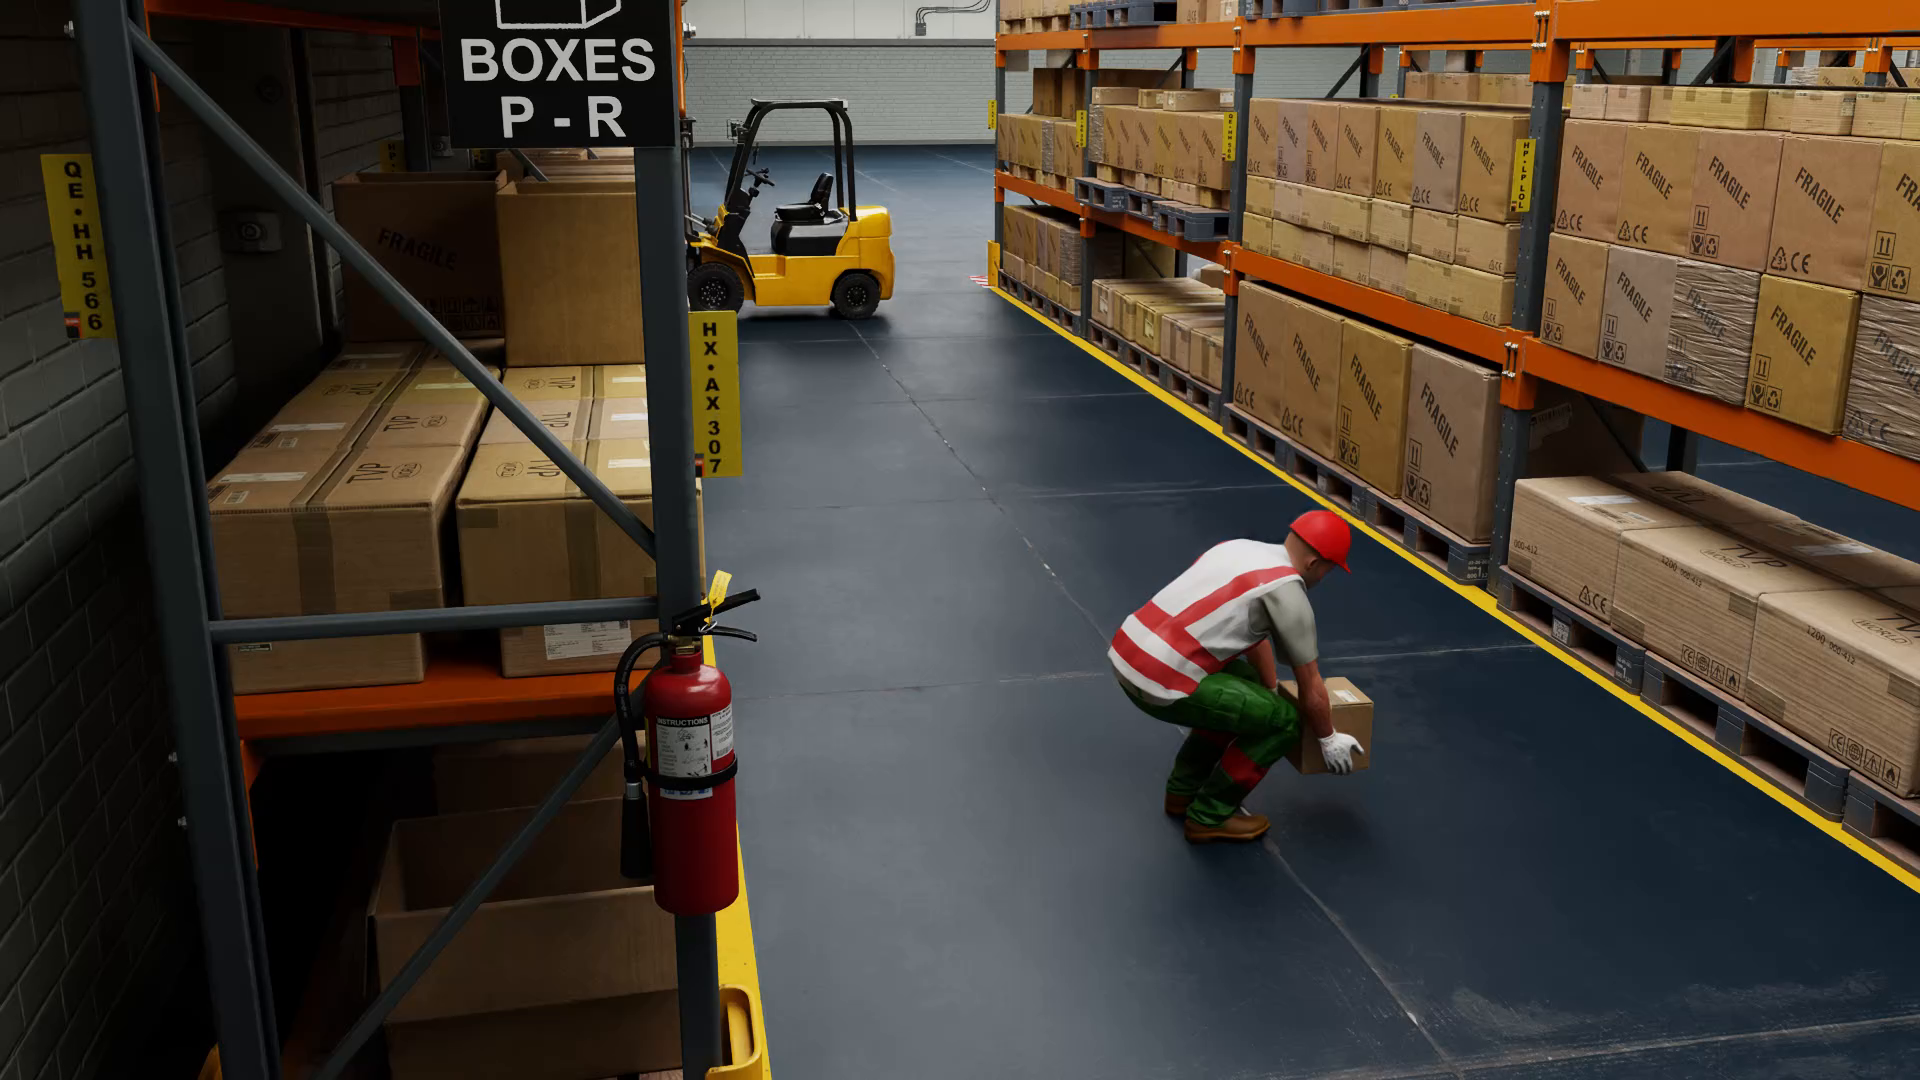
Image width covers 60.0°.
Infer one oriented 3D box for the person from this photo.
[{"bbox_3d":[0.927,0.447,5.706,0.857,1.094,0.576,-3,16,-11],"label":"person"}]
